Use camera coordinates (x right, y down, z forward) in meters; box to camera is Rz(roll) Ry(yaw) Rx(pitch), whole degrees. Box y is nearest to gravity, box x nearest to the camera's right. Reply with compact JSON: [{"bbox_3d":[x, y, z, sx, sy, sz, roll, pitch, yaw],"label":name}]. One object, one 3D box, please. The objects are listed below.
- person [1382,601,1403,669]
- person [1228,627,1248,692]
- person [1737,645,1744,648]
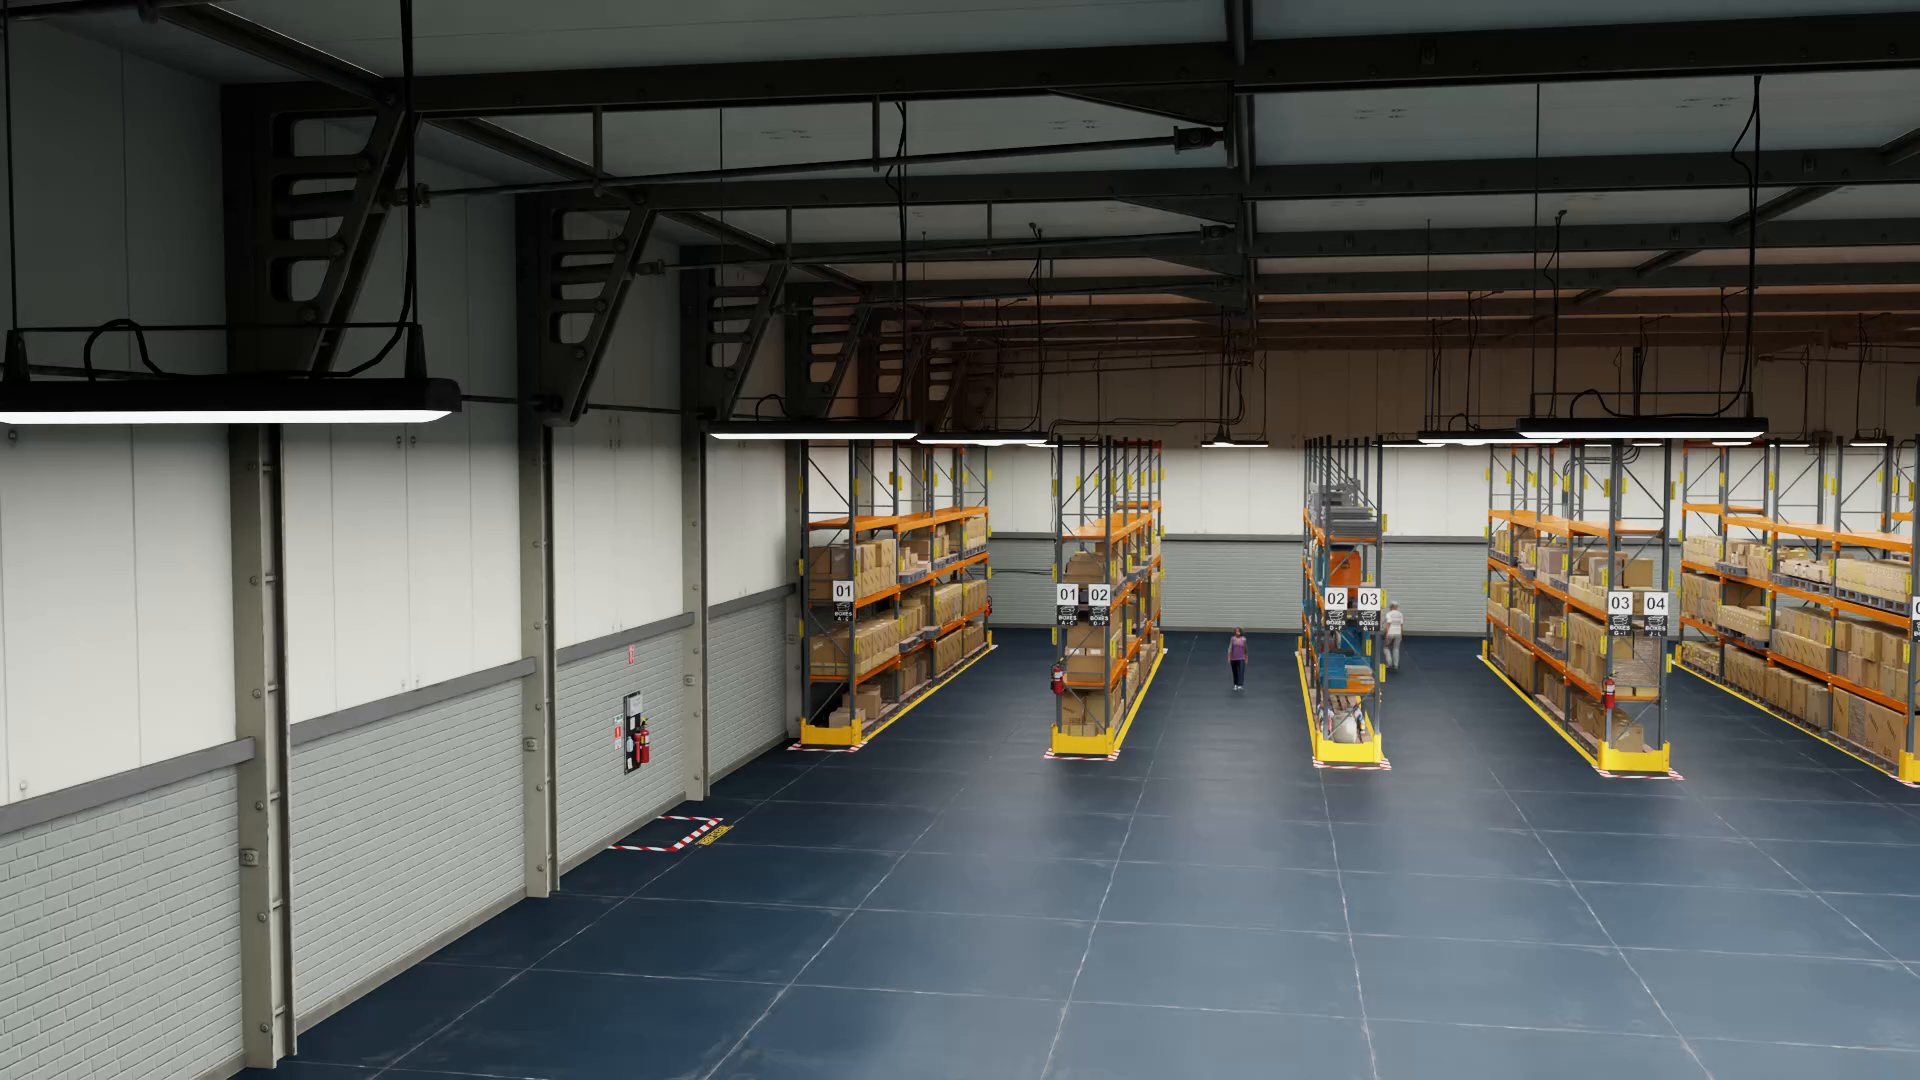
[{"bbox_3d":[11.351,2.506,43.509,0.543,1.812,0.484,0,3,-8],"label":"person"},{"bbox_3d":[6.542,2.815,39.215,0.448,1.538,1.011,1,3,18],"label":"person"},{"bbox_3d":[21.232,2.420,44.849,0.531,1.718,0.917,-2,3,-26],"label":"person"}]
